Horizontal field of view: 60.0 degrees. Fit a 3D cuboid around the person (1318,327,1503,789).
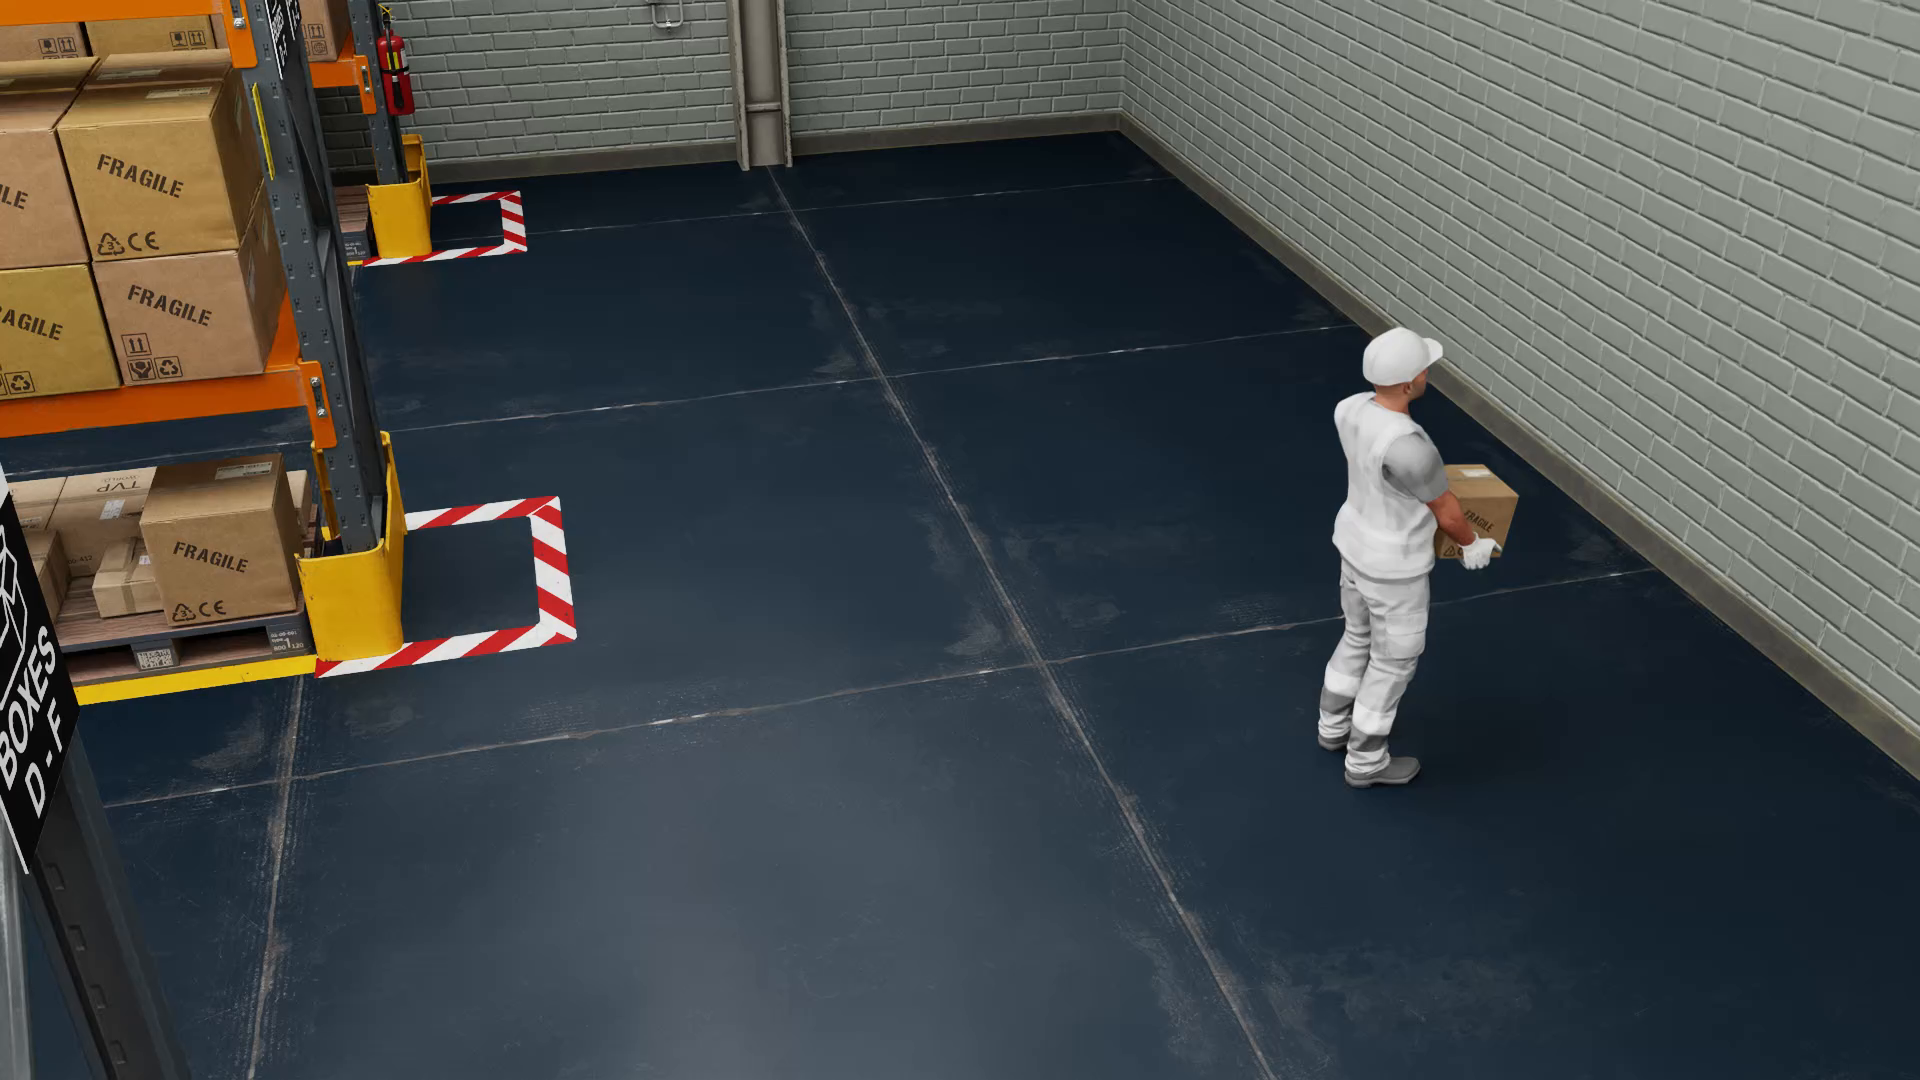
[{"bbox_3d":[1.622,0.054,6.017,0.558,1.783,0.494,-7,31,-12],"label":"person"}]
